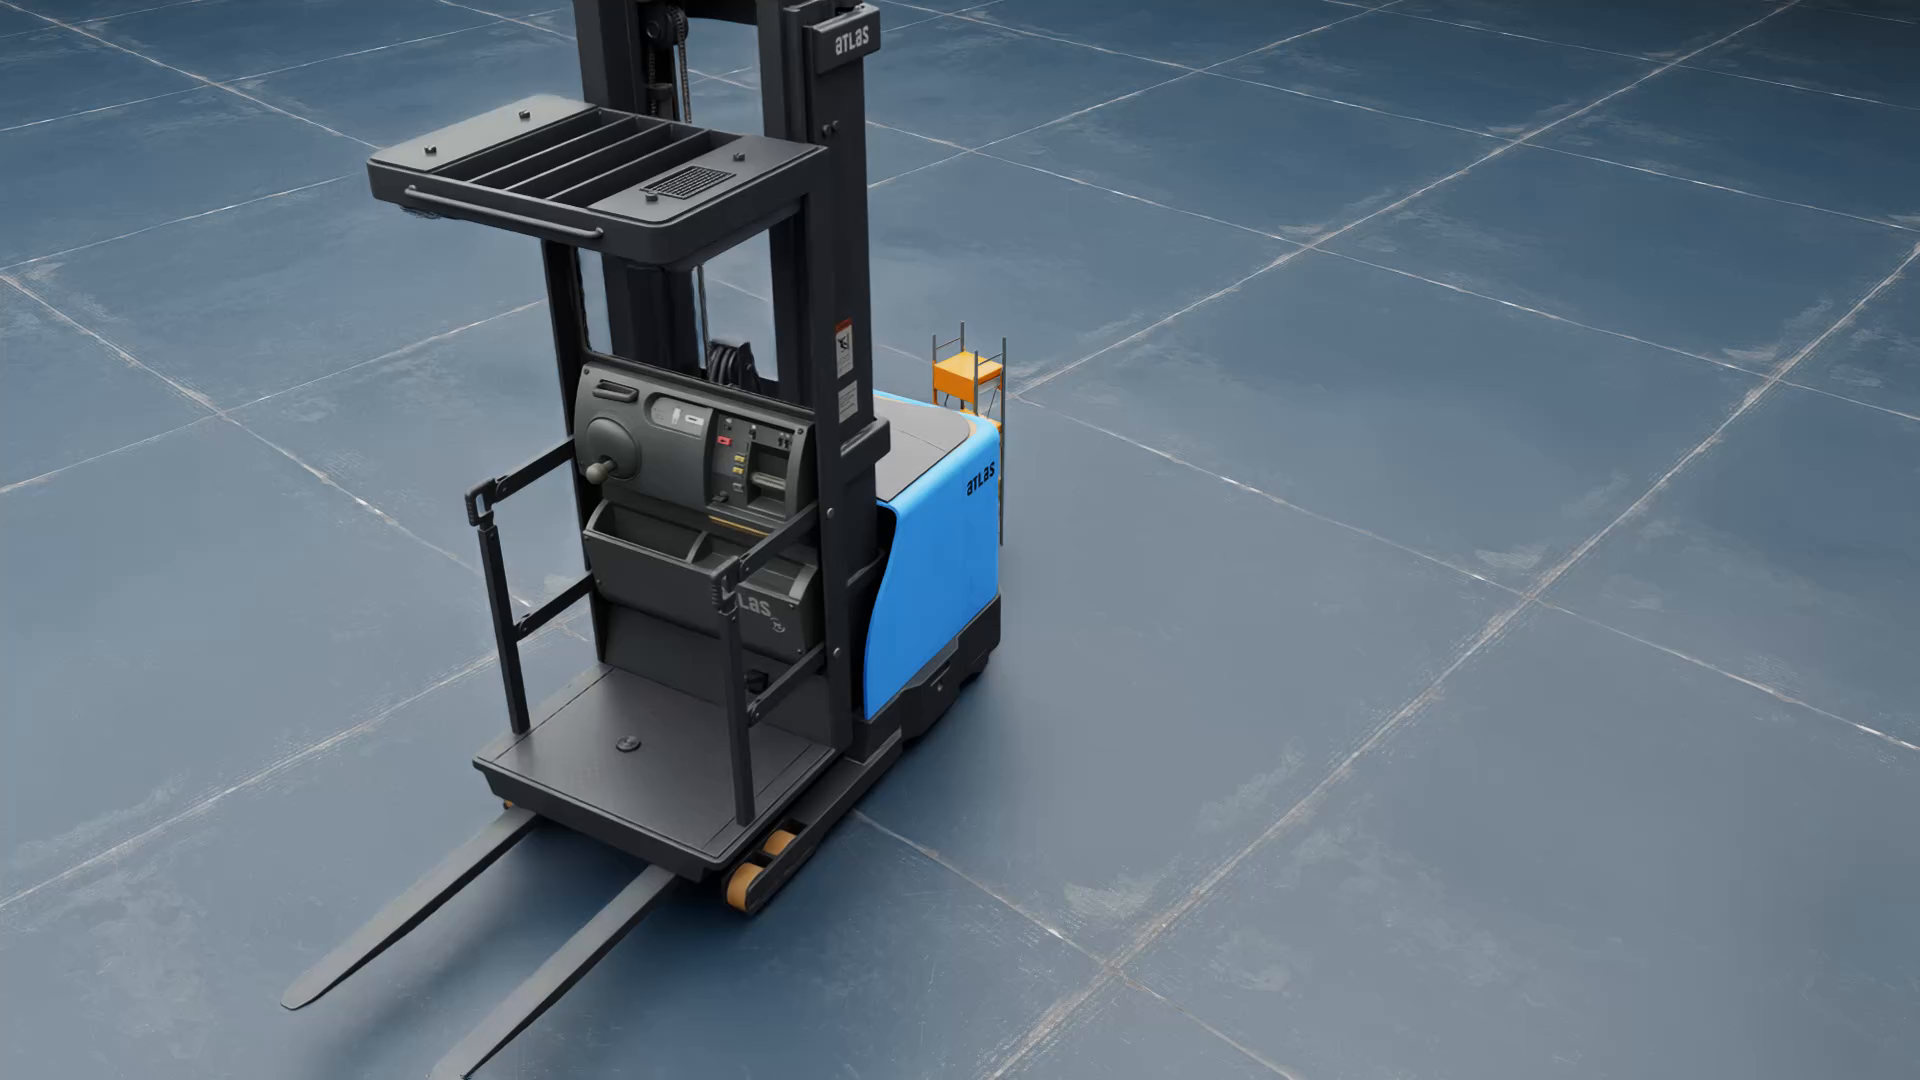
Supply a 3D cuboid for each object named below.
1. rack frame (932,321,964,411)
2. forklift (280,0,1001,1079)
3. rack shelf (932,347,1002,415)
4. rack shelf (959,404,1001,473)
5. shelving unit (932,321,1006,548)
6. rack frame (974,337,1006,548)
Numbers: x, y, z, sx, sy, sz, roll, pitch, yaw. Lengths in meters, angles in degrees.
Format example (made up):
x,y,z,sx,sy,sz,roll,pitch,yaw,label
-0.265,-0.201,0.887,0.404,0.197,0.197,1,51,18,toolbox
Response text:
x,y,z,sx,sy,sz,roll,pitch,yaw,label
-0.051,-0.473,7.519,0.008,1.050,0.200,25,39,35,rack frame
-1.004,-0.262,5.343,1.130,2.935,3.031,17,35,25,forklift
0.040,-0.665,7.308,0.240,0.259,0.215,25,39,35,rack shelf
0.040,-0.422,7.454,0.240,0.259,0.215,25,39,35,rack shelf
0.040,-0.431,7.448,0.252,1.050,0.215,25,39,35,shelving unit
0.130,-0.389,7.378,0.008,1.050,0.200,25,39,35,rack frame
